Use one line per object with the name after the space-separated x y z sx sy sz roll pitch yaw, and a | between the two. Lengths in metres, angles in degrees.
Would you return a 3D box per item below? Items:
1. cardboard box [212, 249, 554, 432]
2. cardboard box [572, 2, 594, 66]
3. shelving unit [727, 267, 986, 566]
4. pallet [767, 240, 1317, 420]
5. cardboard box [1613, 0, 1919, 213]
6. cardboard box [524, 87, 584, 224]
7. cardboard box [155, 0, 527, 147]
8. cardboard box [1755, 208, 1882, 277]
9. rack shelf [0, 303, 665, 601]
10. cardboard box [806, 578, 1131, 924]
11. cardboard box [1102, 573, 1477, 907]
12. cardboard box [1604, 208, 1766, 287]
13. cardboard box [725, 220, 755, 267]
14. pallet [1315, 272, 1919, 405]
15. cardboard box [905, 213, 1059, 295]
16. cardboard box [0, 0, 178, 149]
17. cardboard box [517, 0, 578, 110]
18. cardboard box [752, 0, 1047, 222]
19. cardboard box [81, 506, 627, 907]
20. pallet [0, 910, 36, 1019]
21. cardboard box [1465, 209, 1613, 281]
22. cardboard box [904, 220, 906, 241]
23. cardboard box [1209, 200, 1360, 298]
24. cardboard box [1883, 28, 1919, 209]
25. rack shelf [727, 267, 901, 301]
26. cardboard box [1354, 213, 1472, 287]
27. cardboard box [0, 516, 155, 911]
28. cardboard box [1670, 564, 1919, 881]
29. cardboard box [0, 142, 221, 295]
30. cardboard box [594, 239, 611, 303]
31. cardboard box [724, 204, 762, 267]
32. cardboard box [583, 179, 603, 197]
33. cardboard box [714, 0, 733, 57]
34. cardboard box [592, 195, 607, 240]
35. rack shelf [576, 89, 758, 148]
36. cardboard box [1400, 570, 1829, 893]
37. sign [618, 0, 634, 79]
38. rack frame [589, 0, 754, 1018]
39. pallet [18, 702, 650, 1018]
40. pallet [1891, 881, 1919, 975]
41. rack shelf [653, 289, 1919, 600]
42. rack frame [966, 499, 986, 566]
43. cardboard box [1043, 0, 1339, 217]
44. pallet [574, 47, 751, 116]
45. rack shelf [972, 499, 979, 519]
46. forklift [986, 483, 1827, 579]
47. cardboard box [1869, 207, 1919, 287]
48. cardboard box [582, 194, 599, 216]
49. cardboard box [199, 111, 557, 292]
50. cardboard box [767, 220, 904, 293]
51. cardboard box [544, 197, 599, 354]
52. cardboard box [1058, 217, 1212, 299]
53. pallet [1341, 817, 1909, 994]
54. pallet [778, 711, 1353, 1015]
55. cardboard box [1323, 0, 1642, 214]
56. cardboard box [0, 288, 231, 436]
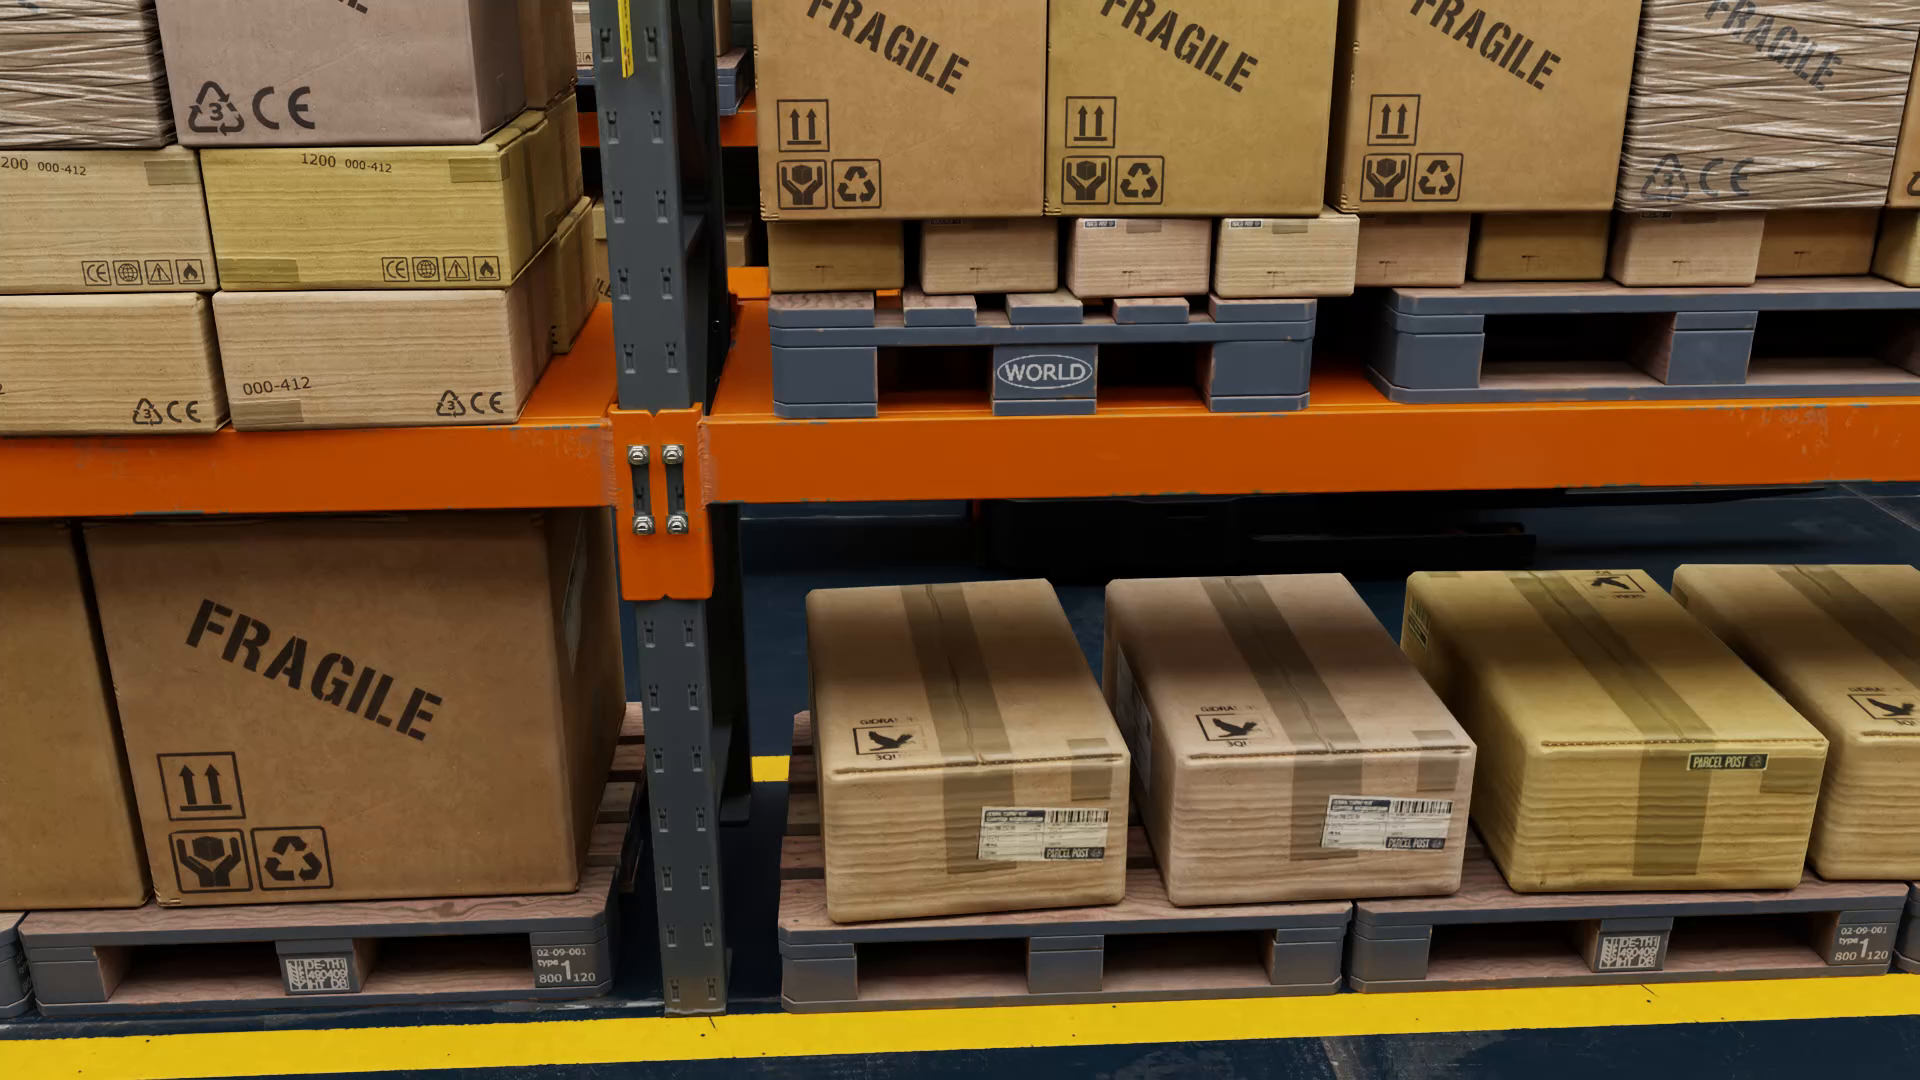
-1.074 -0.405 3.180 0.500 0.250 0.500 -2 21 -5 | cardboard box
-1.906 -2.331 7.647 0.500 0.250 0.500 -2 21 -6 | cardboard box
-0.450 -0.510 5.880 1.048 1.125 0.538 -2 21 -4 | shelving unit
0.121 -0.540 3.594 1.003 0.211 1.213 -1 21 -3 | pallet
1.428 -0.920 3.173 0.500 0.500 0.500 -2 21 -5 | cardboard box
-1.104 -0.819 3.564 0.500 0.250 0.500 -1 21 -3 | cardboard box
-1.086 -0.988 2.955 0.500 0.500 0.500 -2 21 -5 | cardboard box
1.623 -0.645 3.362 0.250 0.149 0.380 -2 21 -5 | cardboard box
-2.581 -0.201 3.444 4.000 0.370 1.077 -1 21 -3 | rack shelf
-0.020 0.446 3.836 0.625 0.372 0.950 -3 21 -7 | cardboard box
0.717 0.428 3.883 0.625 0.372 0.950 -2 21 -4 | cardboard box
1.367 -0.613 3.277 0.250 0.149 0.380 -1 21 -1 | cardboard box
-1.281 -1.284 8.200 0.500 0.500 0.500 -1 21 -1 | cardboard box
1.390 -0.543 3.600 1.213 0.211 1.003 -1 21 -3 | pallet
0.035 -0.591 3.220 0.250 0.149 0.380 -2 21 -6 | cardboard box
-1.597 -0.975 2.920 0.500 0.500 0.500 -1 21 -2 | cardboard box
-1.091 -1.169 3.429 0.500 0.500 0.500 -2 21 -5 | cardboard box
-0.122 -0.887 3.085 0.500 0.500 0.500 -2 21 -5 | cardboard box
-1.279 0.204 3.766 0.875 0.875 0.875 -1 21 -4 | cardboard box
-2.591 0.738 3.885 1.213 0.211 1.003 -1 21 -3 | pallet
1.103 -0.631 3.324 0.250 0.149 0.380 0 21 -1 | cardboard box
-0.007 -0.778 3.711 0.250 0.149 0.380 -1 21 -2 | cardboard box
0.587 -0.578 3.187 0.250 0.149 0.380 -1 21 -3 | cardboard box
1.951 -0.931 3.202 0.500 0.500 0.500 0 21 -1 | cardboard box
-0.450 -0.784 5.776 1.000 0.278 0.538 -2 21 -4 | rack shelf
0.823 -0.611 3.273 0.250 0.149 0.380 0 21 0 | cardboard box
-2.169 0.220 3.723 0.875 0.875 0.875 -1 21 -2 | cardboard box
2.168 0.400 3.957 0.625 0.372 0.950 0 21 0 | cardboard box
-1.565 -0.629 3.066 0.500 0.250 0.500 -2 21 -4 | cardboard box
-1.781 -1.277 8.184 0.500 0.500 0.500 -1 21 -4 | cardboard box
-1.308 -1.460 8.663 0.500 0.500 0.500 0 21 -1 | cardboard box
-1.920 -1.743 8.494 0.250 0.149 0.380 -1 21 -2 | cardboard box
-1.394 -2.629 8.079 0.500 0.500 0.500 0 21 -1 | cardboard box
-1.621 -1.555 8.002 0.250 0.149 0.380 -2 21 -6 | cardboard box
-2.868 -1.964 8.075 4.000 0.370 1.077 -1 21 -3 | rack shelf
1.474 0.415 3.918 0.625 0.372 0.950 0 21 -1 | cardboard box
-0.549 -0.922 2.699 0.005 0.325 0.100 -1 21 -3 | sign
-0.584 -0.578 3.422 0.127 3.000 1.000 -1 21 -3 | rack frame
-1.376 0.715 3.947 1.213 0.211 1.003 -1 21 -3 | pallet
2.632 0.661 4.089 1.213 0.211 1.003 -1 21 -3 | pallet
1.412 -0.282 3.657 4.000 0.370 1.077 -1 21 -3 | rack shelf
0.057 -0.523 5.915 0.032 1.125 0.500 -2 21 -4 | rack frame
0.398 -0.900 3.120 0.500 0.500 0.500 0 21 0 | cardboard box
-1.544 -2.212 7.986 1.003 0.211 1.213 -1 21 -3 | pallet
-0.450 -0.282 5.967 1.000 0.278 0.538 -2 21 -4 | rack shelf
1.593 -1.430 5.757 3.031 2.935 1.130 -2 21 -4 | forklift
1.892 -0.614 3.280 0.250 0.149 0.380 -1 21 -3 | cardboard box
-1.886 -1.566 8.029 0.250 0.149 0.380 -2 21 -5 | cardboard box
-1.053 -0.641 3.097 0.500 0.250 0.500 -1 21 -3 | cardboard box
-0.249 -0.597 3.236 0.250 0.149 0.380 -2 21 -6 | cardboard box
-1.087 -0.587 3.658 0.500 0.250 0.500 -2 21 -4 | cardboard box
0.311 -0.580 3.192 0.250 0.149 0.380 -3 21 -7 | cardboard box
1.411 0.686 4.021 1.213 0.211 1.003 -1 21 -3 | pallet
0.196 0.710 3.959 1.213 0.211 1.003 -1 21 -3 | pallet
0.928 -0.913 3.154 0.500 0.500 0.500 -1 21 -2 | cardboard box
-1.583 -0.389 3.138 0.500 0.250 0.500 -1 21 -2 | cardboard box
